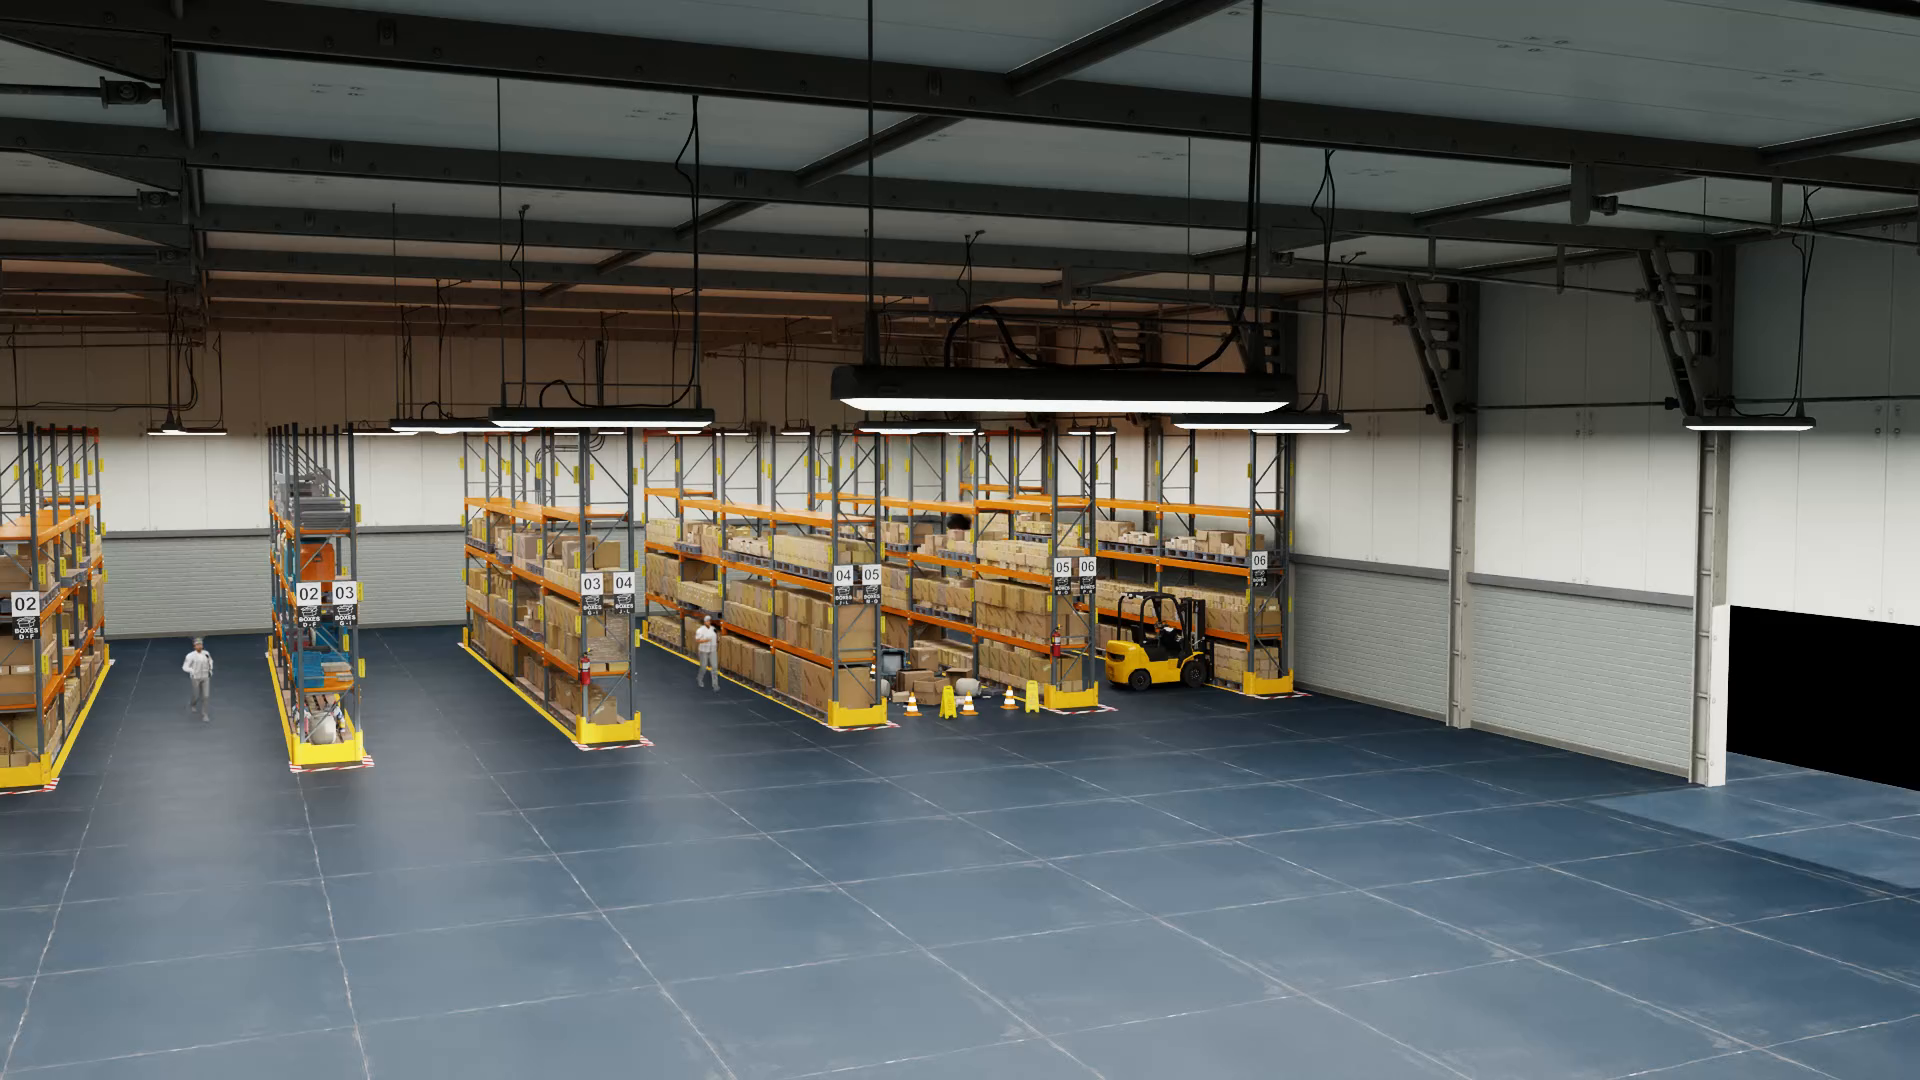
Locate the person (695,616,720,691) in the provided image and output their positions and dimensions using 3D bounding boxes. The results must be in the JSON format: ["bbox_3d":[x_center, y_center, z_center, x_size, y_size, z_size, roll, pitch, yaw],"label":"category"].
[{"bbox_3d":[-5.731,2.554,37.806,0.602,1.654,0.913,-2,4,-29],"label":"person"}]

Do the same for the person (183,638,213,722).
[{"bbox_3d":[-15.419,2.816,33.720,0.618,1.693,0.896,-3,5,-41],"label":"person"}]
